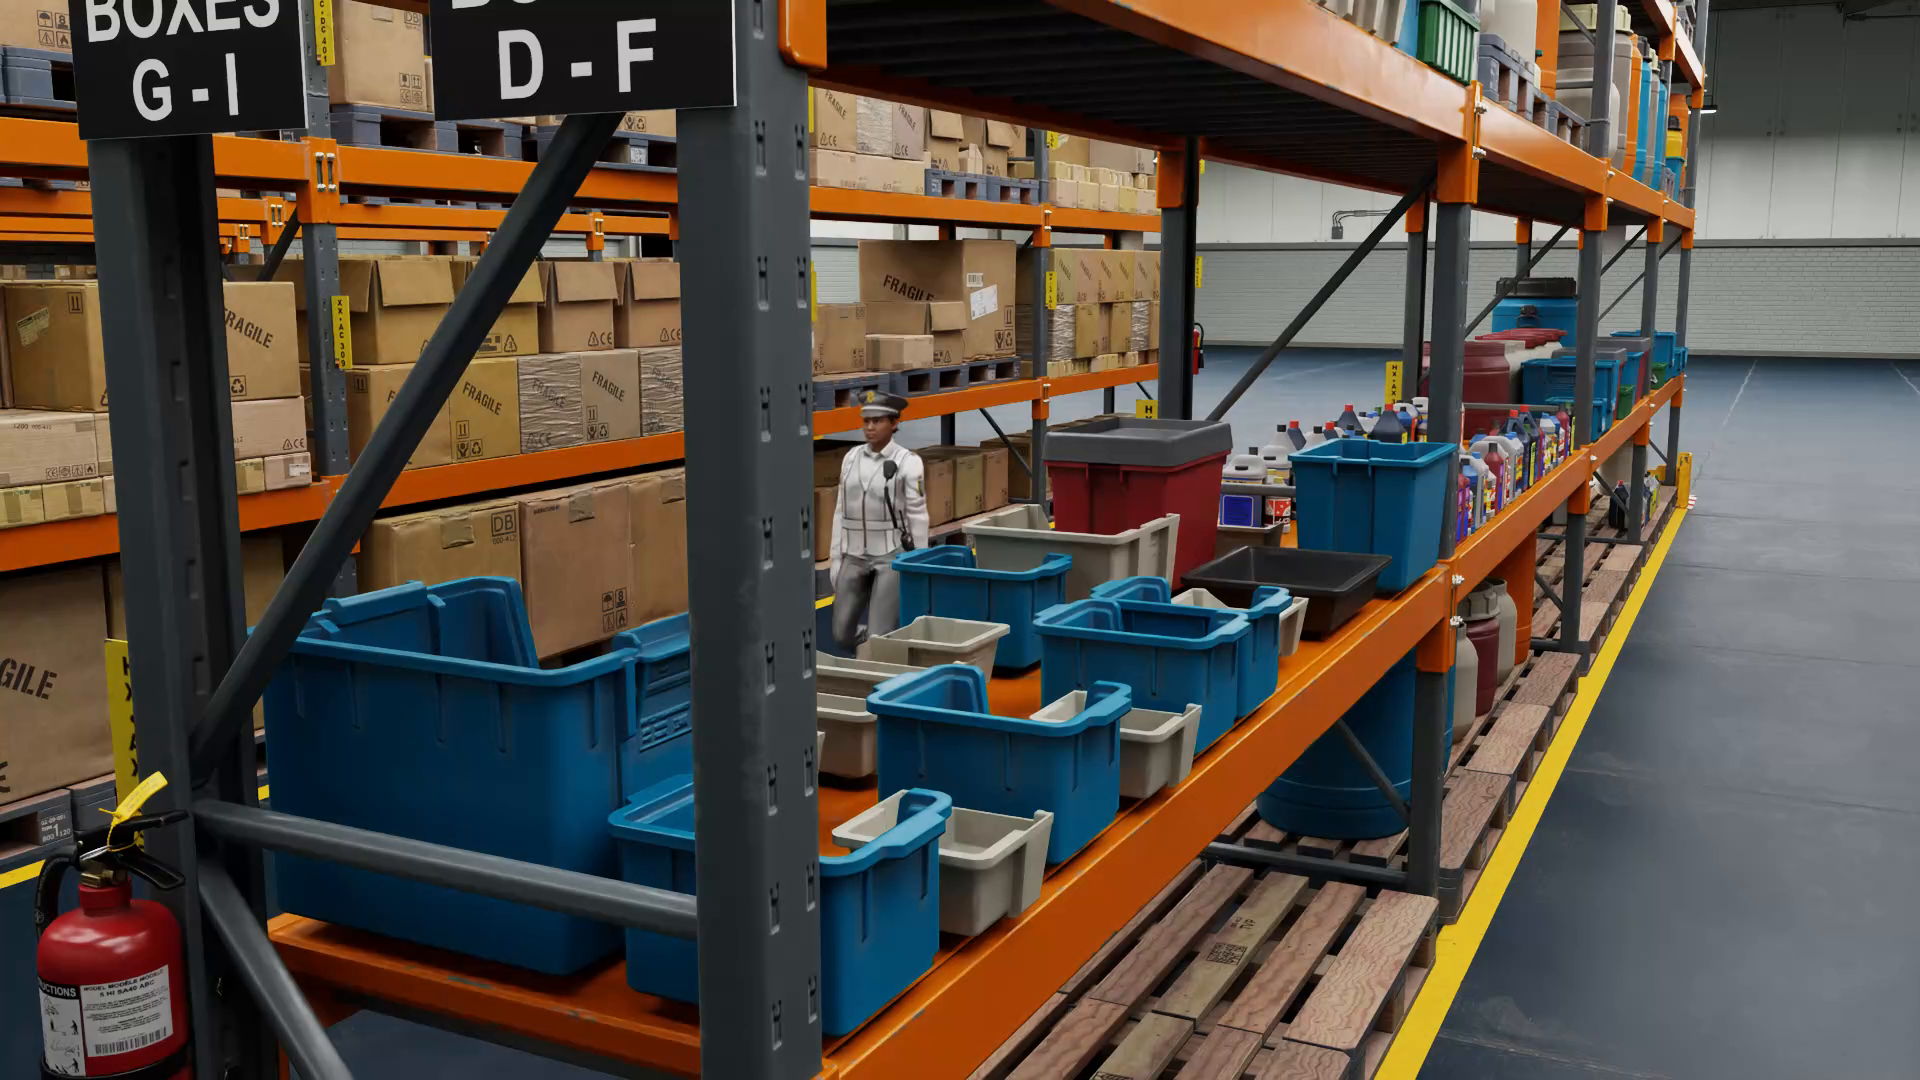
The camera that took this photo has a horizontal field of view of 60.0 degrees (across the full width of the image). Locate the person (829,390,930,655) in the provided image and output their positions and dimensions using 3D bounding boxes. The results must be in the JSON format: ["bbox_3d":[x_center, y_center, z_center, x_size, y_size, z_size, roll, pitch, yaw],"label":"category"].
[{"bbox_3d":[-0.394,0.092,8.148,0.501,1.664,0.656,4,10,24],"label":"person"}]
